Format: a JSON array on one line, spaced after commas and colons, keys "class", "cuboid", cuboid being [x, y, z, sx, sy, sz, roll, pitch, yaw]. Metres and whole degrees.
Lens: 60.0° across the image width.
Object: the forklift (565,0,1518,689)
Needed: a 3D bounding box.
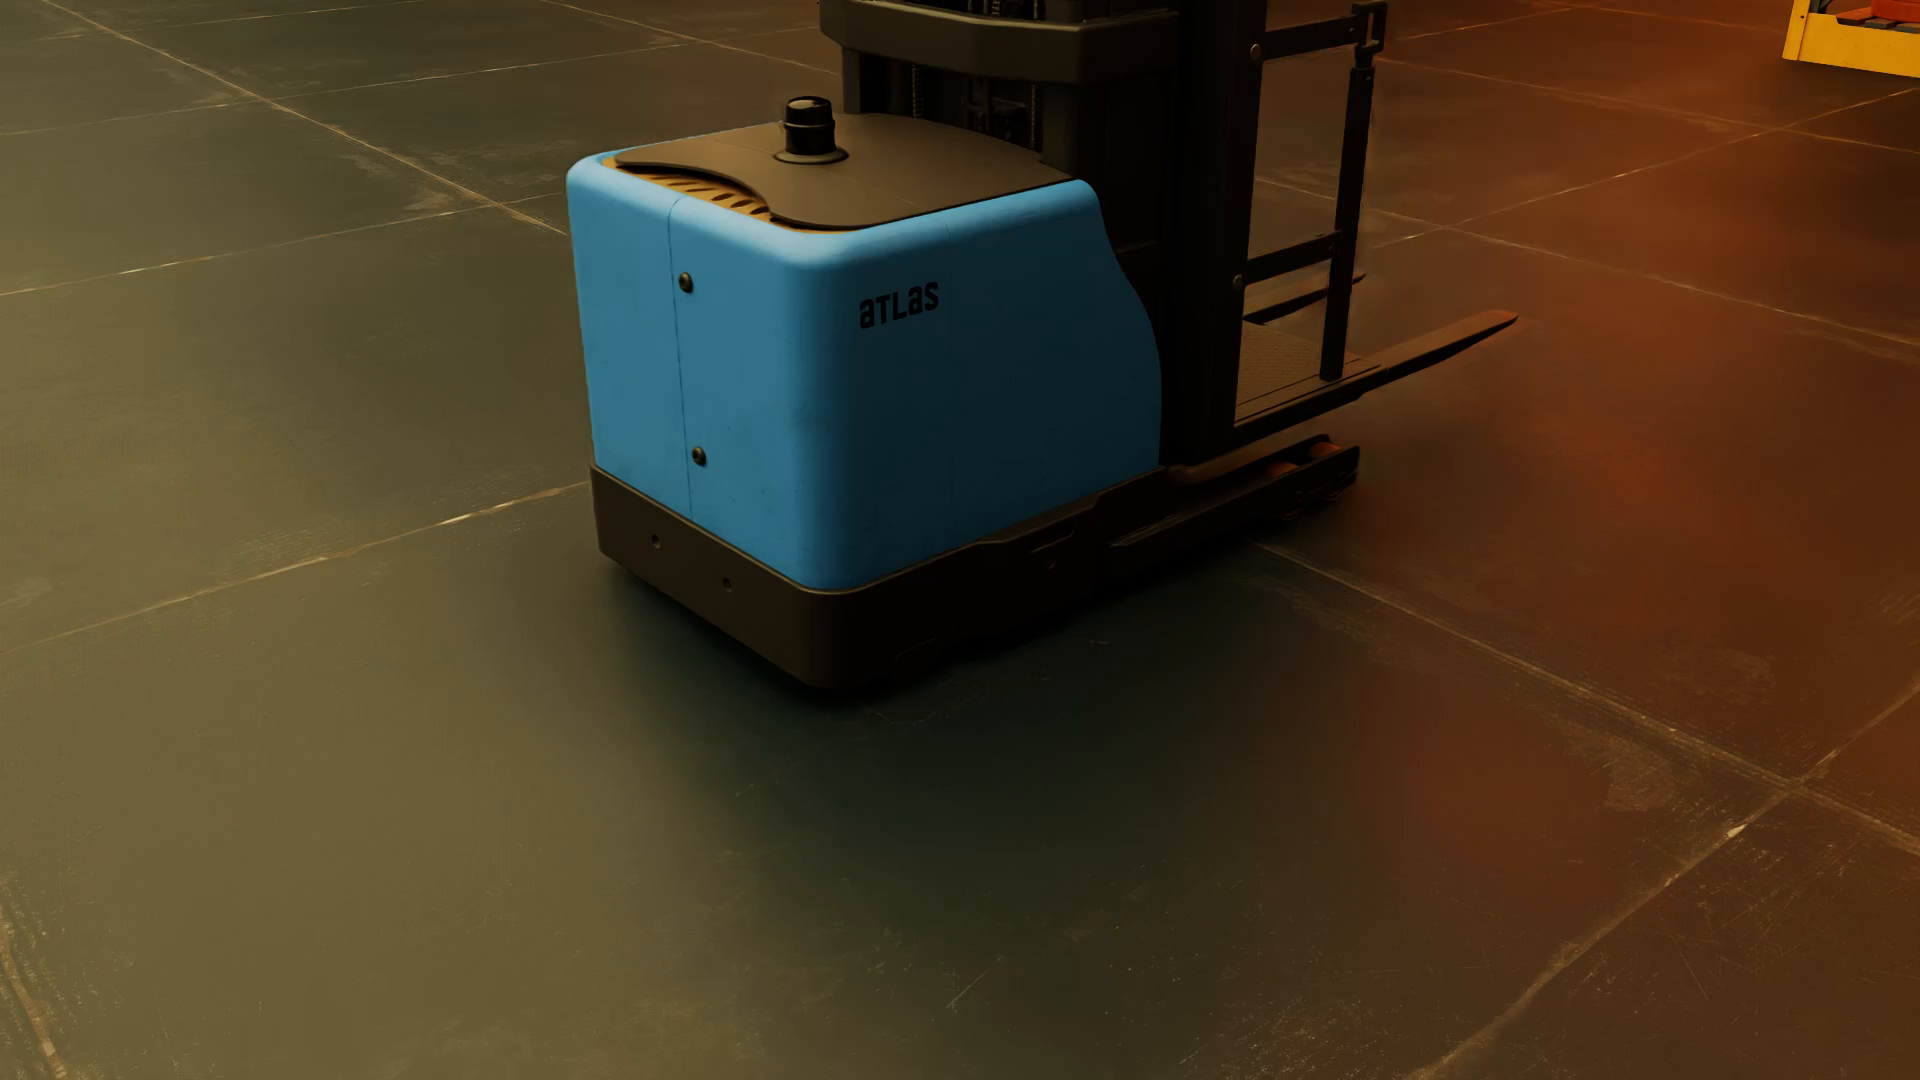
[{"class": "forklift", "cuboid": [0.496, -1.520, 4.268, 3.031, 2.935, 1.130, -22, 34, -37]}]
